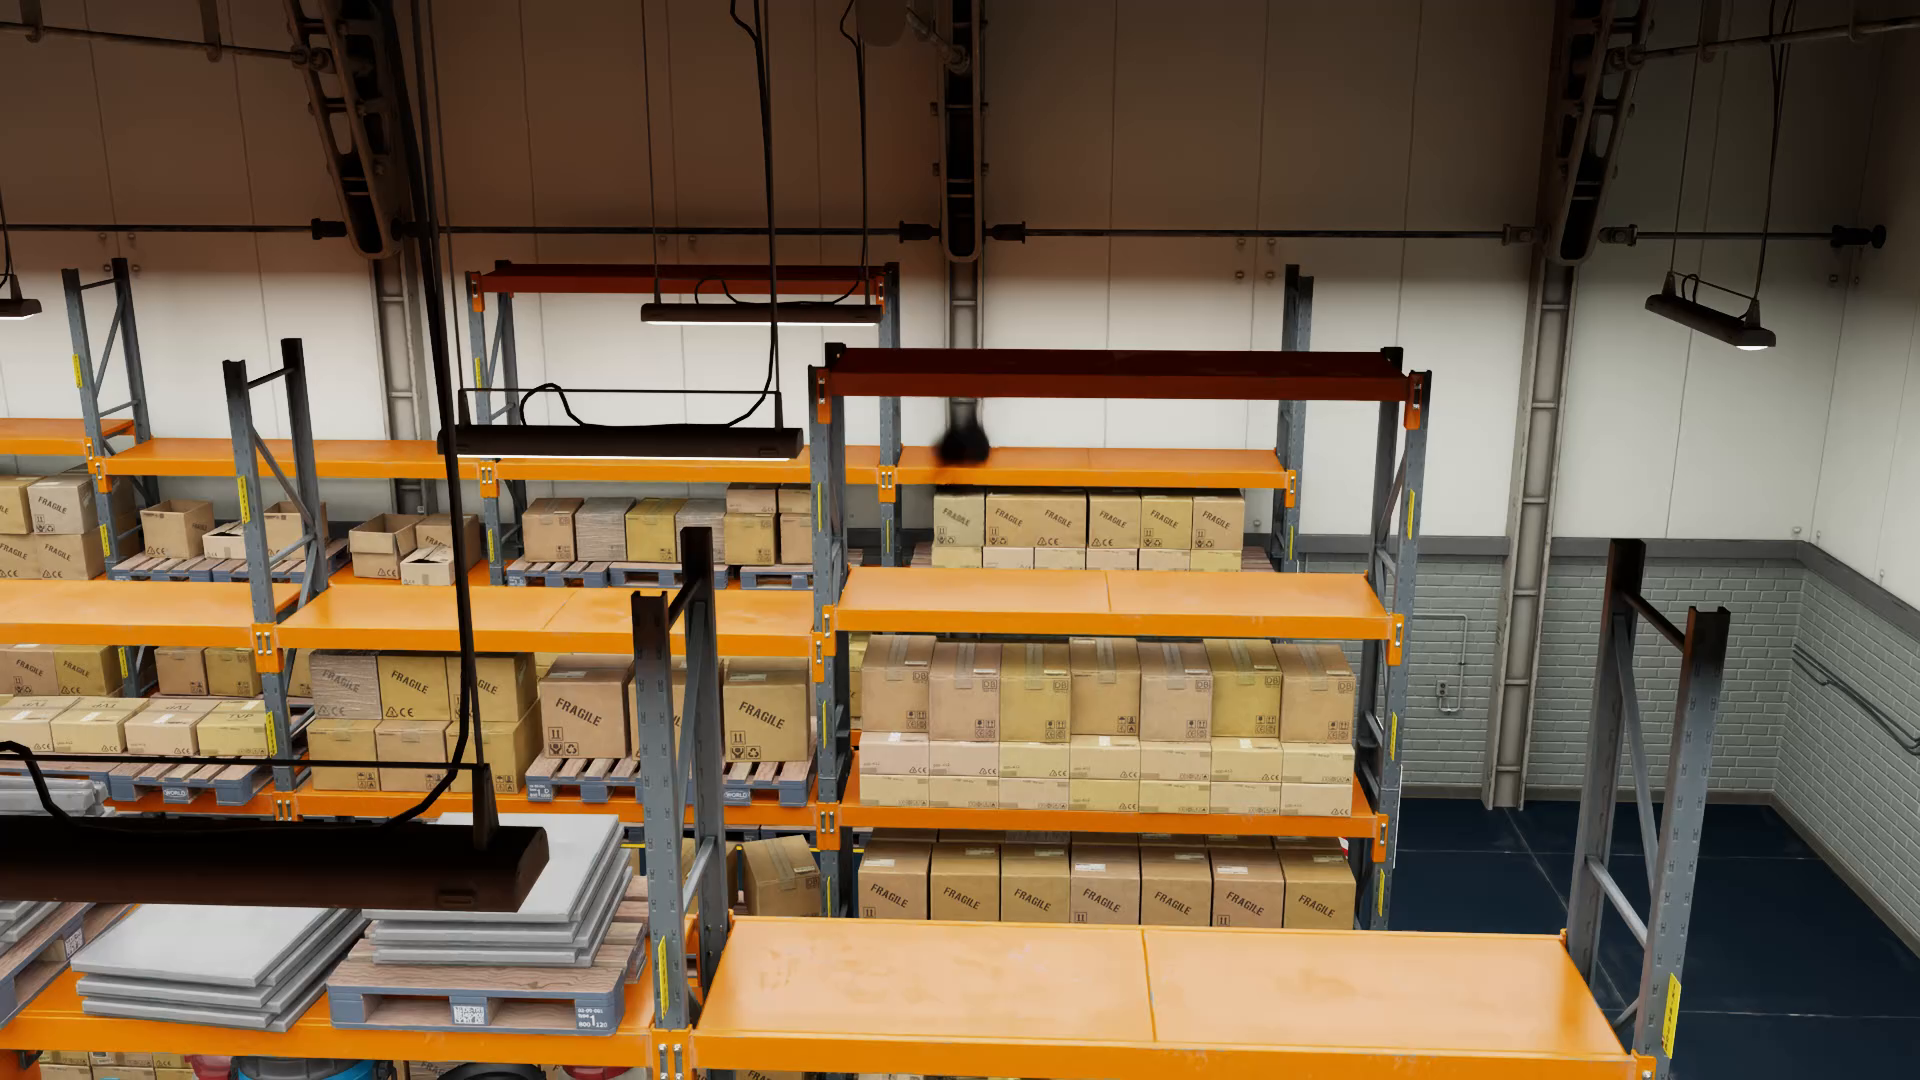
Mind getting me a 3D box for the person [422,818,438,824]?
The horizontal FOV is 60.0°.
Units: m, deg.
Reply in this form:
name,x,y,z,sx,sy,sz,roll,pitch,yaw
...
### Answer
name,x,y,z,sx,sy,sz,roll,pitch,yaw
person,-4.270,3.191,14.669,1.185,1.606,0.714,5,17,17
